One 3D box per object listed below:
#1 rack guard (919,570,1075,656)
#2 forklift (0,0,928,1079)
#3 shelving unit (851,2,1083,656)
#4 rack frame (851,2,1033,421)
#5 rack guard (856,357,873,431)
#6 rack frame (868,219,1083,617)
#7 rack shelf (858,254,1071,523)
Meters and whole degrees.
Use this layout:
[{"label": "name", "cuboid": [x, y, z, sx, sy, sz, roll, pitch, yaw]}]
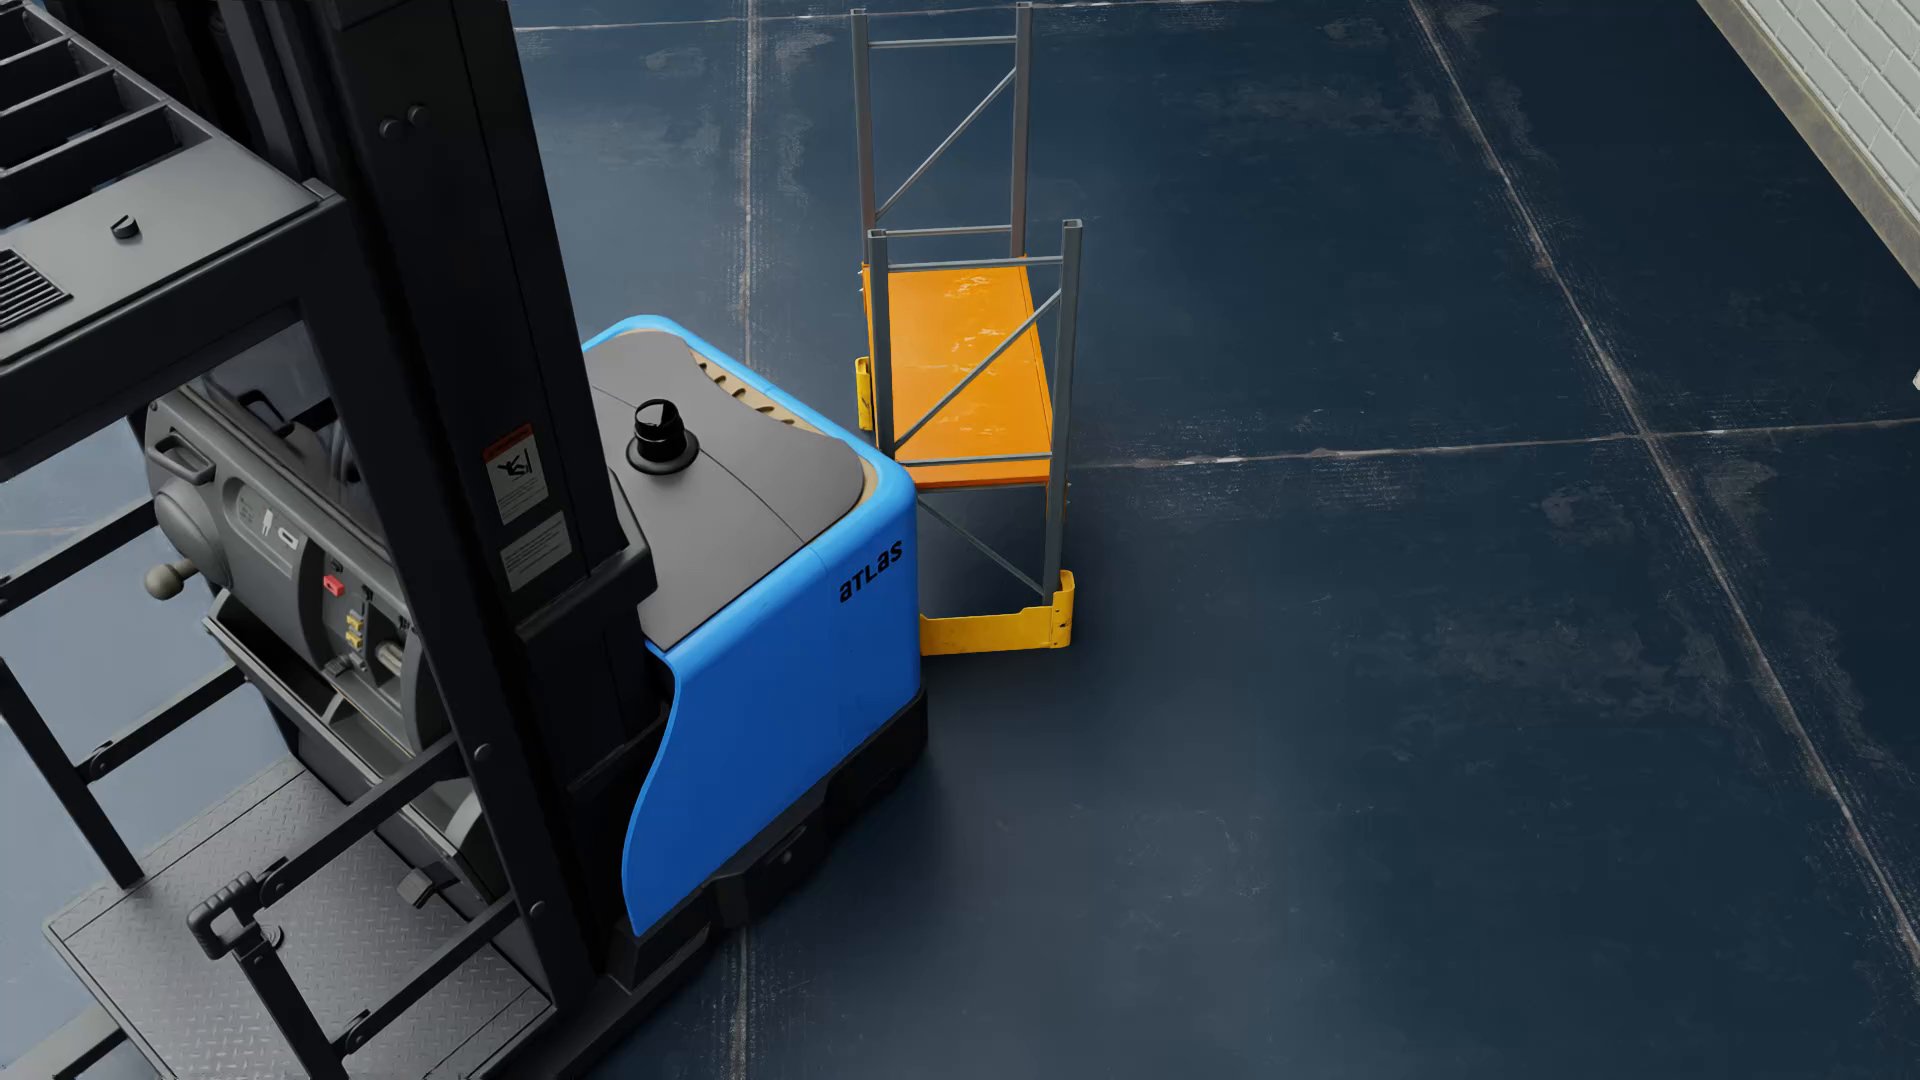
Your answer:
[{"label": "rack guard", "cuboid": [0.035, 0.219, 4.870, 0.587, 0.250, 0.087, -3, 47, -3]}, {"label": "forklift", "cuboid": [-1.444, 0.146, 3.093, 1.130, 2.935, 3.031, 33, 55, 27]}, {"label": "shelving unit", "cuboid": [-0.006, -0.571, 4.758, 0.587, 1.500, 1.083, -3, 47, -3]}, {"label": "rack frame", "cuboid": [-0.050, -0.945, 5.112, 0.500, 1.500, 0.032, -3, 47, -3]}, {"label": "rack guard", "cuboid": [-0.048, -0.501, 5.553, 0.587, 0.250, 0.087, -3, 47, -3]}, {"label": "rack frame", "cuboid": [0.035, -0.210, 4.416, 0.500, 1.500, 0.032, -3, 47, -3]}, {"label": "rack shelf", "cuboid": [-0.007, -0.454, 4.895, 0.538, 0.185, 1.000, -3, 47, -3]}]
